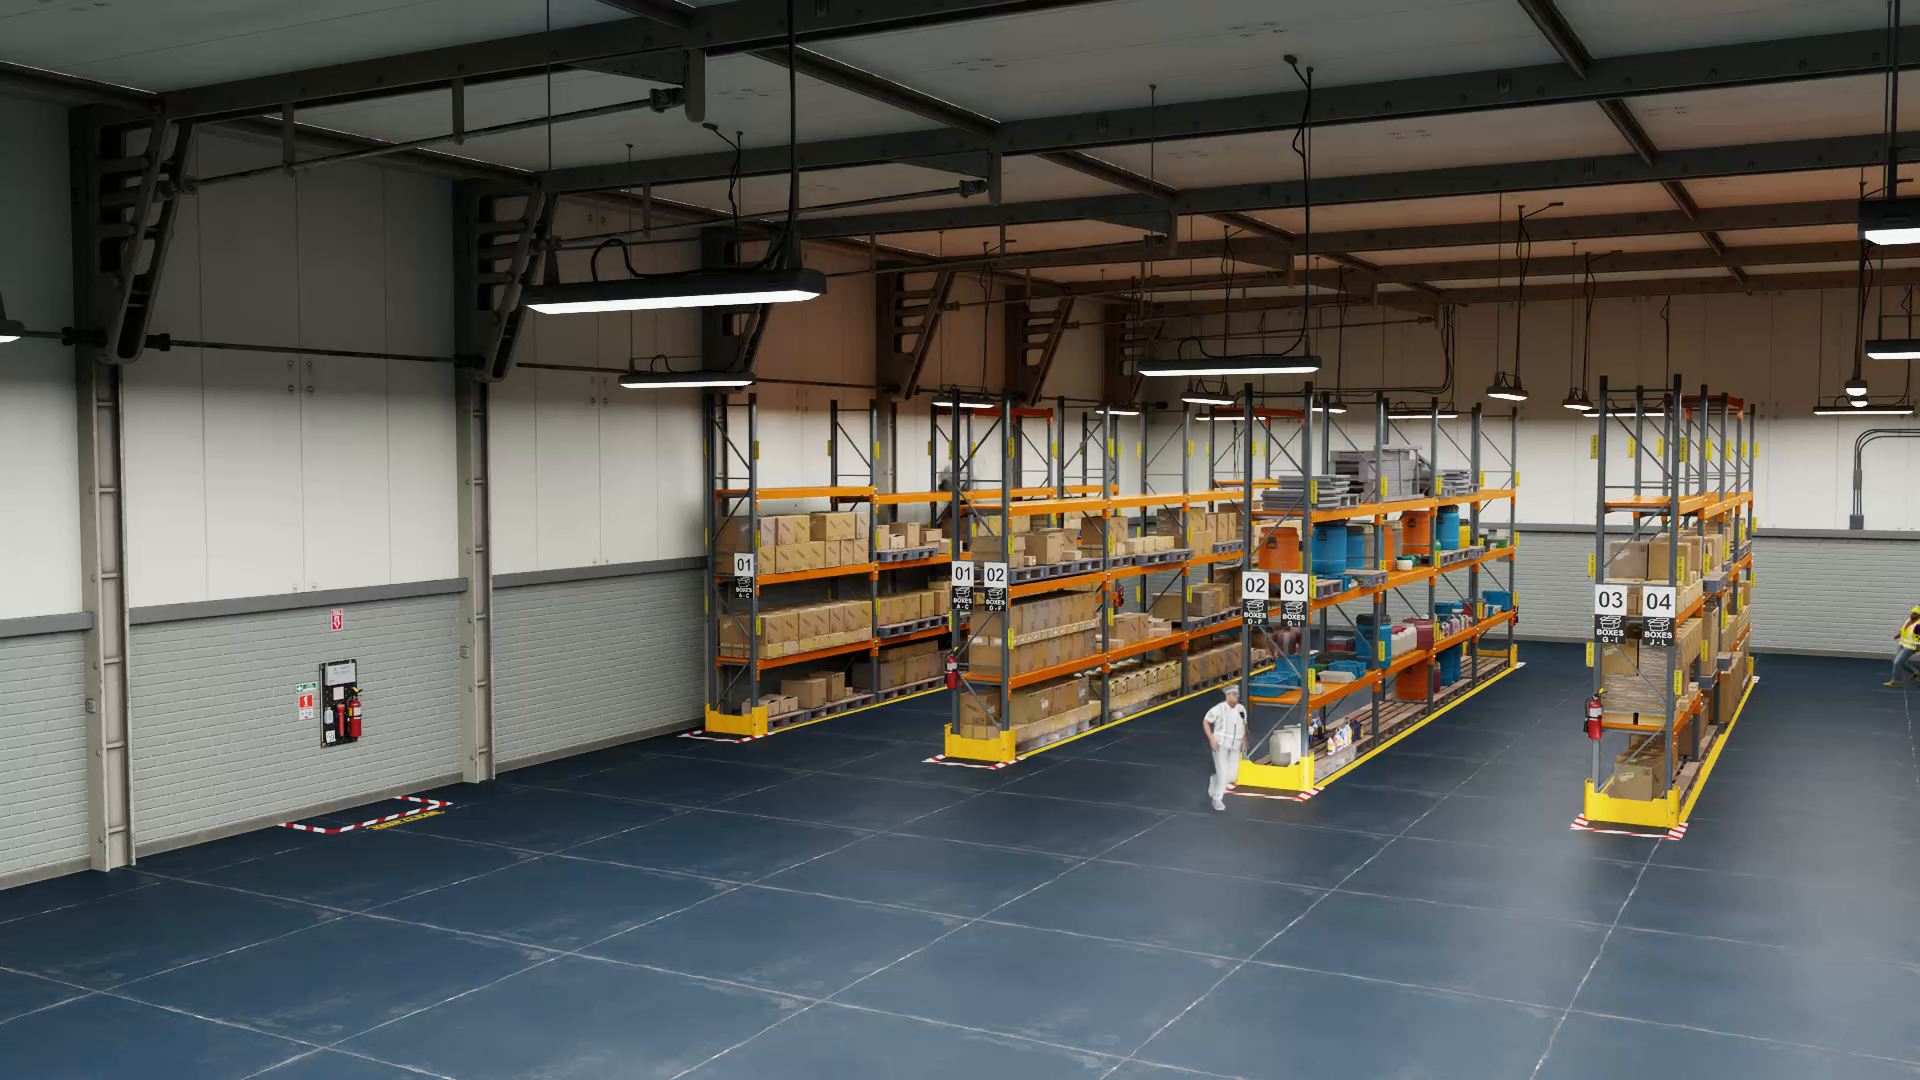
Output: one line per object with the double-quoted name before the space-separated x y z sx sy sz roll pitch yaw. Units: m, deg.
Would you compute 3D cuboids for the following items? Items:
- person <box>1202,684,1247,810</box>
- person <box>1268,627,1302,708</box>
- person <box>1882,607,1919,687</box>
"person" 3.759 2.885 23.425 0.696 1.723 0.618 -1 3 -18
"person" 6.361 2.375 32.432 0.699 1.741 0.754 1 3 14
"person" 19.950 2.255 35.003 0.821 1.705 0.778 0 3 0
